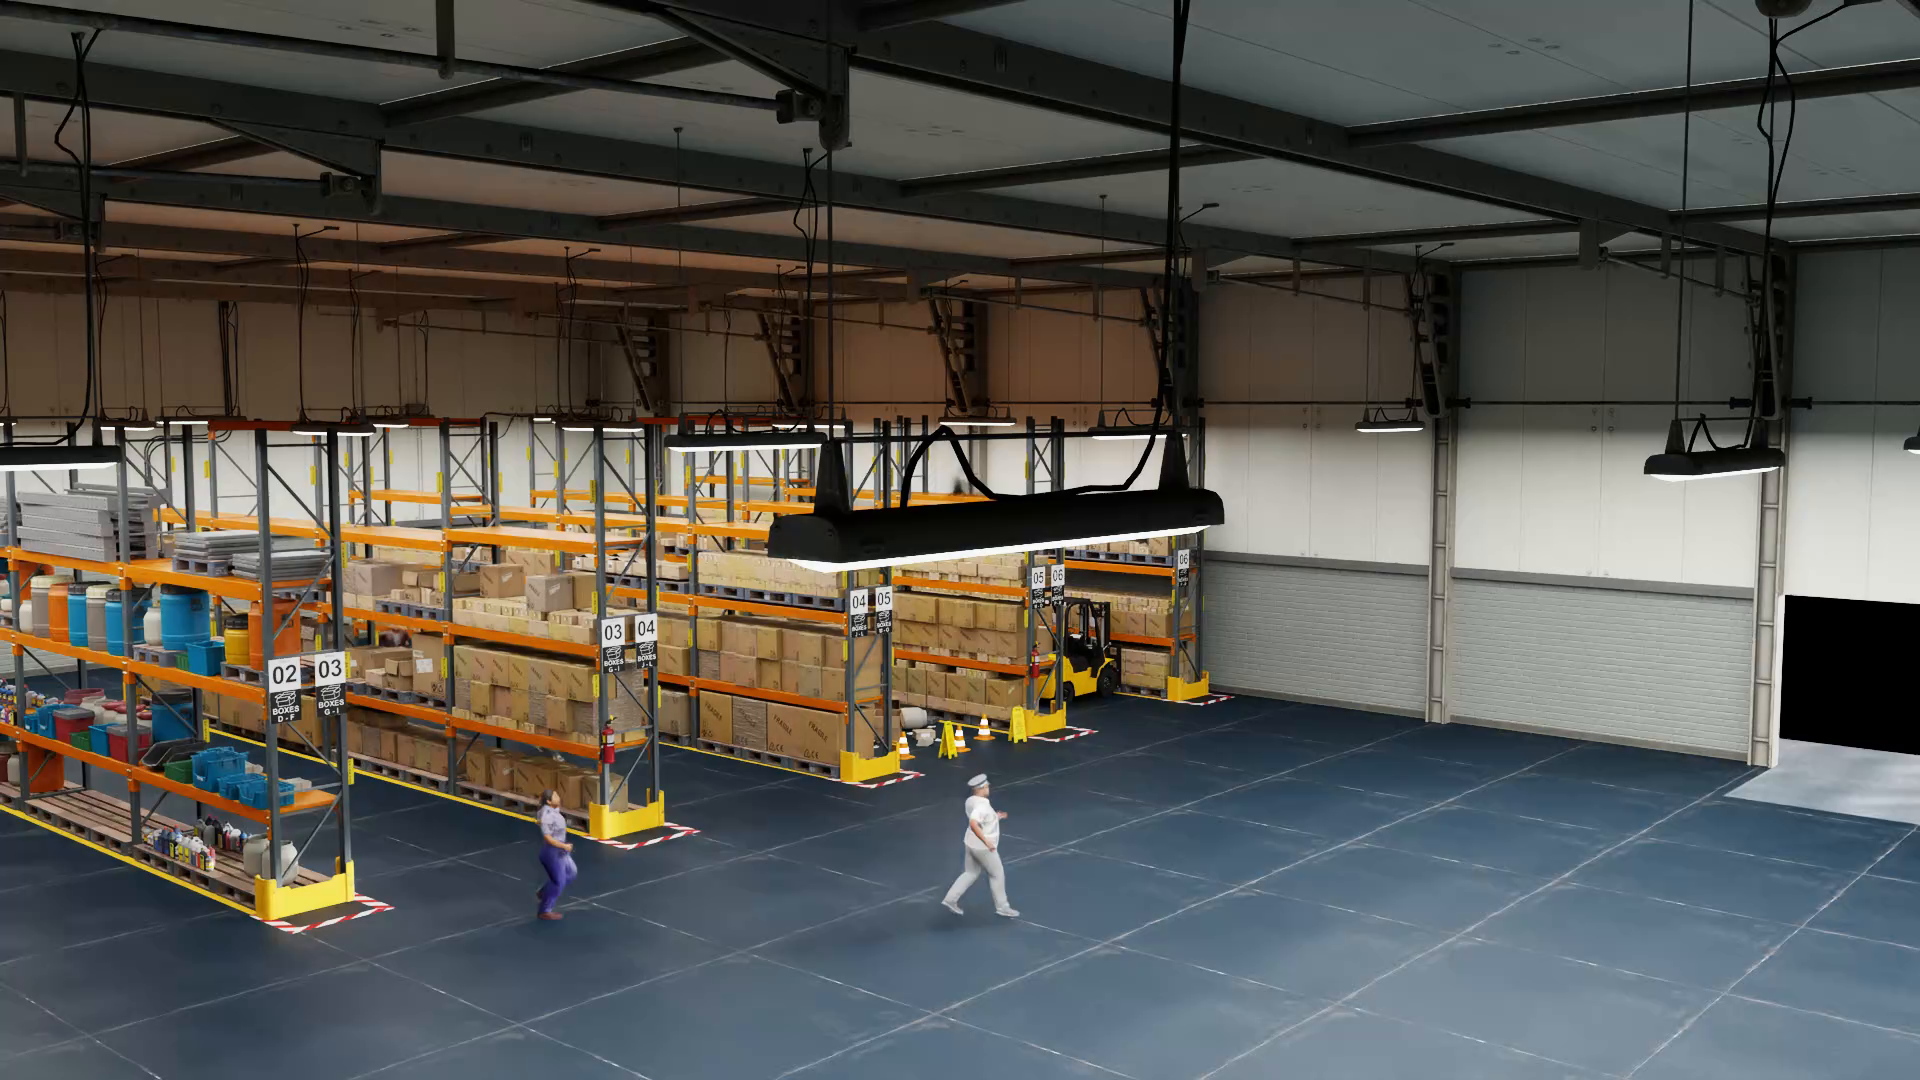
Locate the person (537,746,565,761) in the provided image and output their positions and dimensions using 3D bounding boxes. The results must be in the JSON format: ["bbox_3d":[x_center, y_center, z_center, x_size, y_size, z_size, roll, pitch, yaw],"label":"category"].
[{"bbox_3d":[-7.292,3.087,29.408,0.855,1.586,0.559,4,6,37],"label":"person"}]

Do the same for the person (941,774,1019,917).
[{"bbox_3d":[0.265,3.737,20.278,0.951,1.776,0.658,-2,5,-26],"label":"person"}]

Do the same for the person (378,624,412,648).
[{"bbox_3d":[-11.837,2.559,34.879,0.832,1.853,0.667,4,6,43],"label":"person"}]

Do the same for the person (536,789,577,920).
[{"bbox_3d":[-4.967,3.847,20.422,0.500,1.593,0.614,-1,5,-13],"label":"person"}]
